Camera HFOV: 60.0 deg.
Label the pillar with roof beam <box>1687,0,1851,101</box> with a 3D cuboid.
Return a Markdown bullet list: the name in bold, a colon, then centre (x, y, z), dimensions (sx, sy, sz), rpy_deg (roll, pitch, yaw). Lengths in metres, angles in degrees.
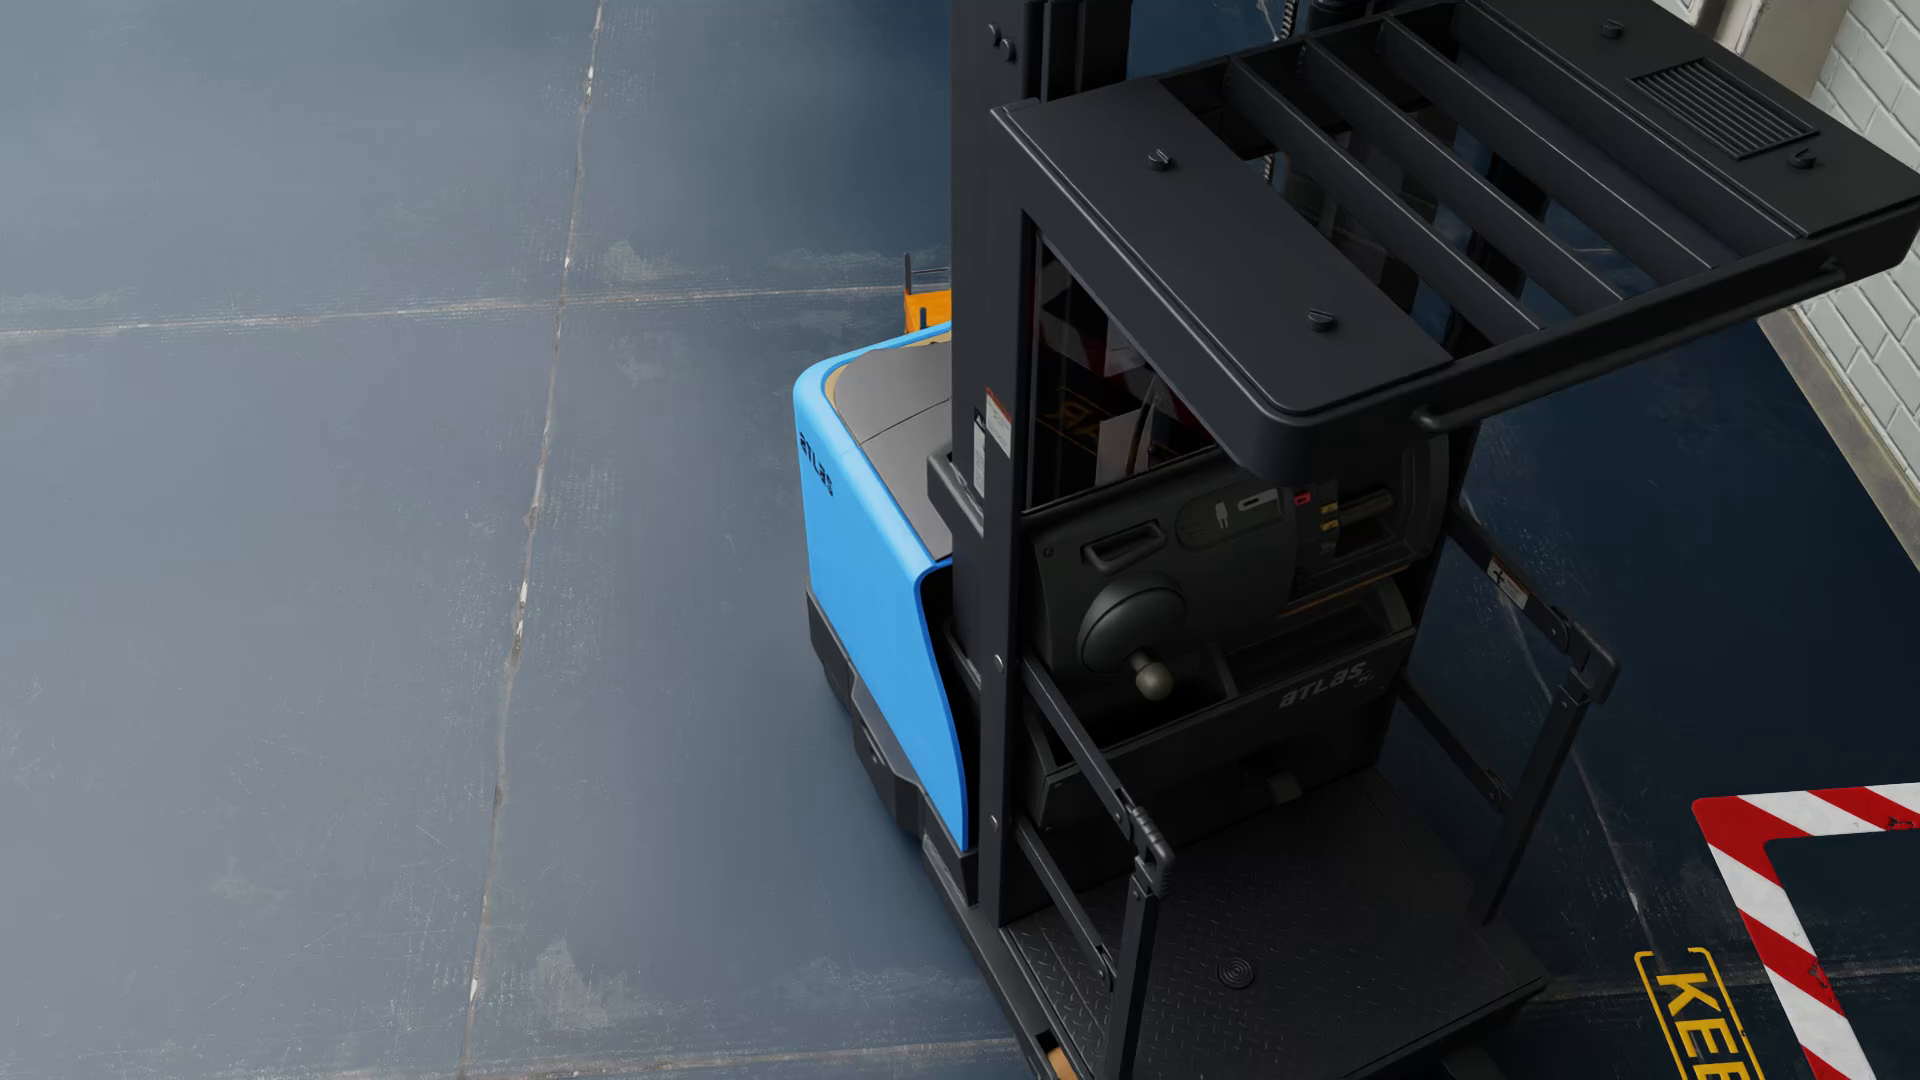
- **pillar with roof beam**: centre (-1.573, -3.948, 2.792), dimensions (9.100, 9.000, 0.400), rpy_deg (-3, 47, -3)

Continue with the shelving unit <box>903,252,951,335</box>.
- **shelving unit**: centre (-0.031, -0.351, 4.859), dimensions (0.215, 1.050, 0.252), rpy_deg (-8, 47, -8)

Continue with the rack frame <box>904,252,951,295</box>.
- **rack frame**: centre (-0.055, -0.438, 4.941), dimensions (0.200, 1.050, 0.008), rpy_deg (-8, 47, -8)

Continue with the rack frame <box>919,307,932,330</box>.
- **rack frame**: centre (-0.008, -0.264, 4.777), dimensions (0.200, 1.050, 0.008), rpy_deg (-8, 47, -8)

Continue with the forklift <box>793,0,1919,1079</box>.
- **forklift**: centre (0.664, 0.107, 3.130), dimensions (1.130, 2.935, 3.031), rpy_deg (-20, 50, -18)

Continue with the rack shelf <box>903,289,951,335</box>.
- **rack shelf**: centre (-0.031, -0.538, 4.661), dimensions (0.215, 0.259, 0.240), rpy_deg (-8, 47, -8)
